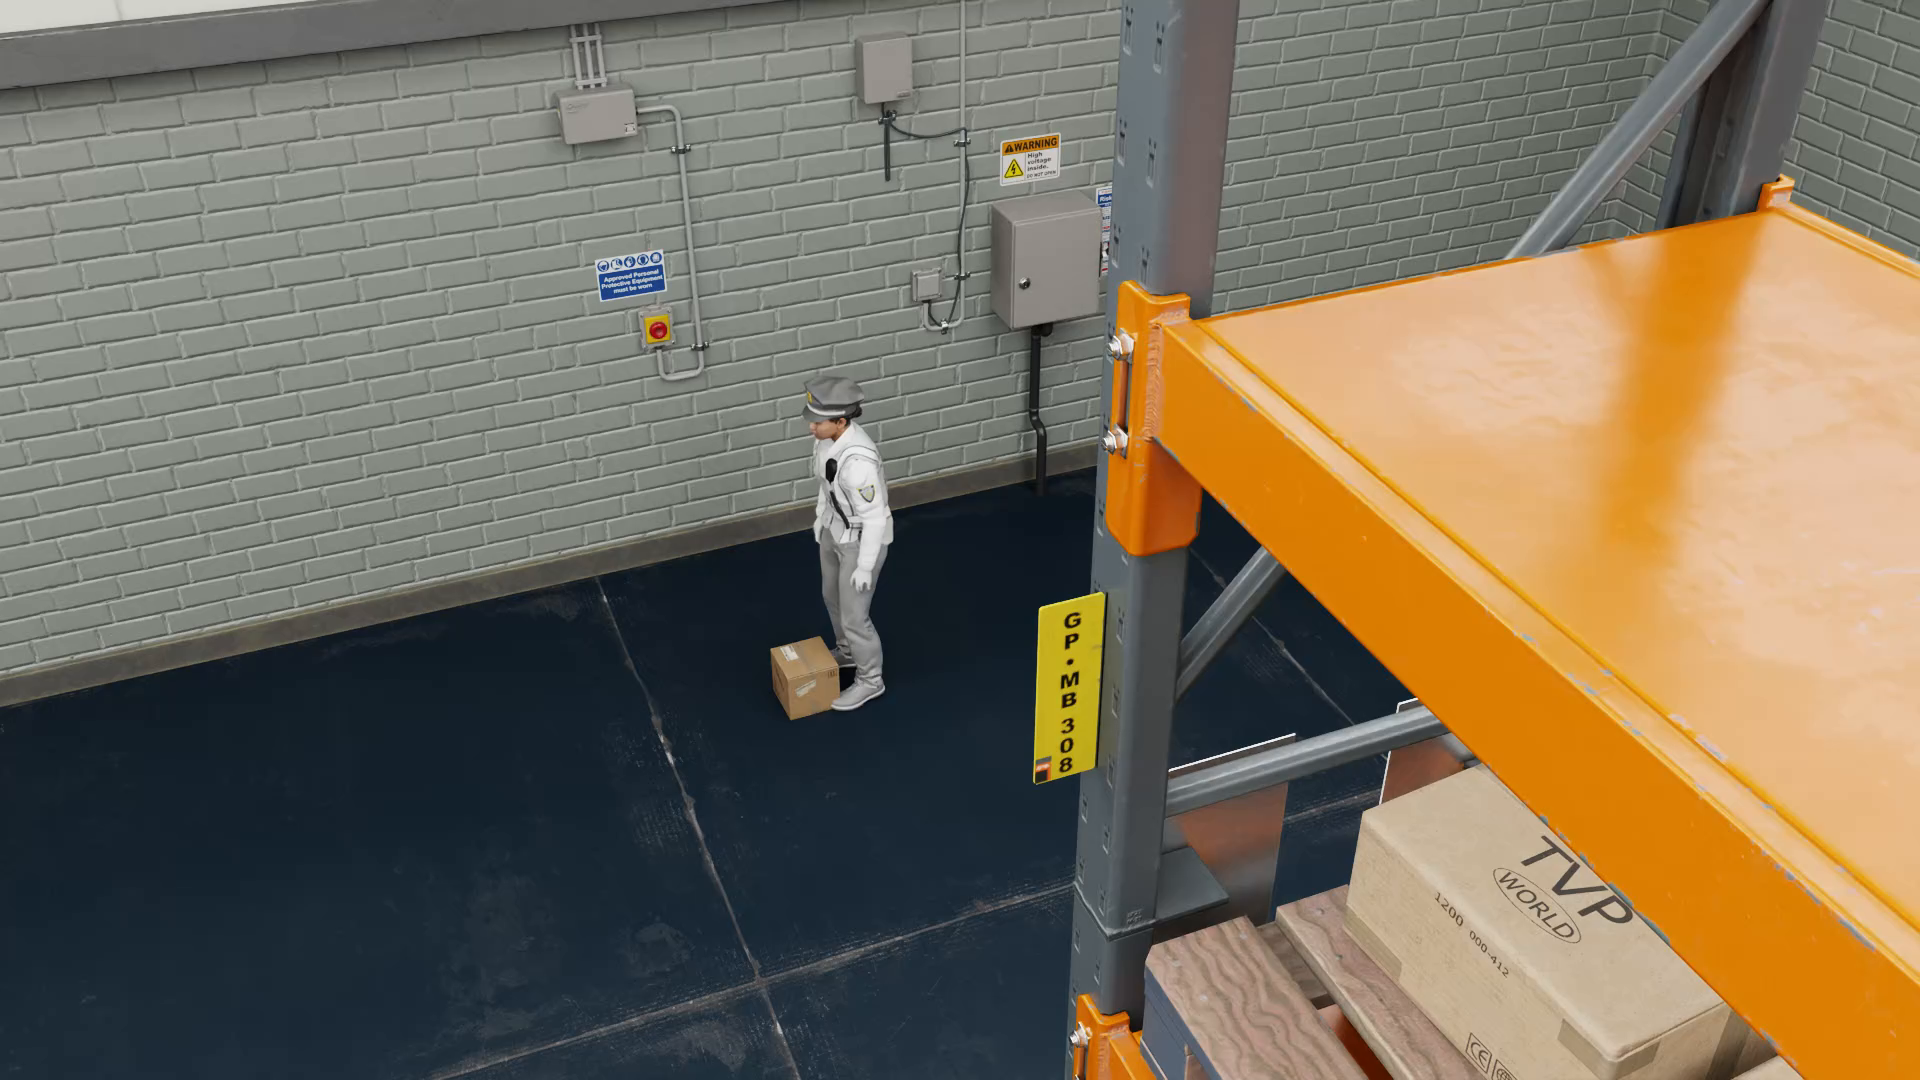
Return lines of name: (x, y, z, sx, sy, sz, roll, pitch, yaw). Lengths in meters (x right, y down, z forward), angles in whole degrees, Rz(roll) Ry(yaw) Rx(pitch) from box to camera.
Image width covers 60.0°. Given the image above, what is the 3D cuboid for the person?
person: (-0.504, 0.009, 7.505, 0.371, 1.666, 0.547, -15, 37, -21)
